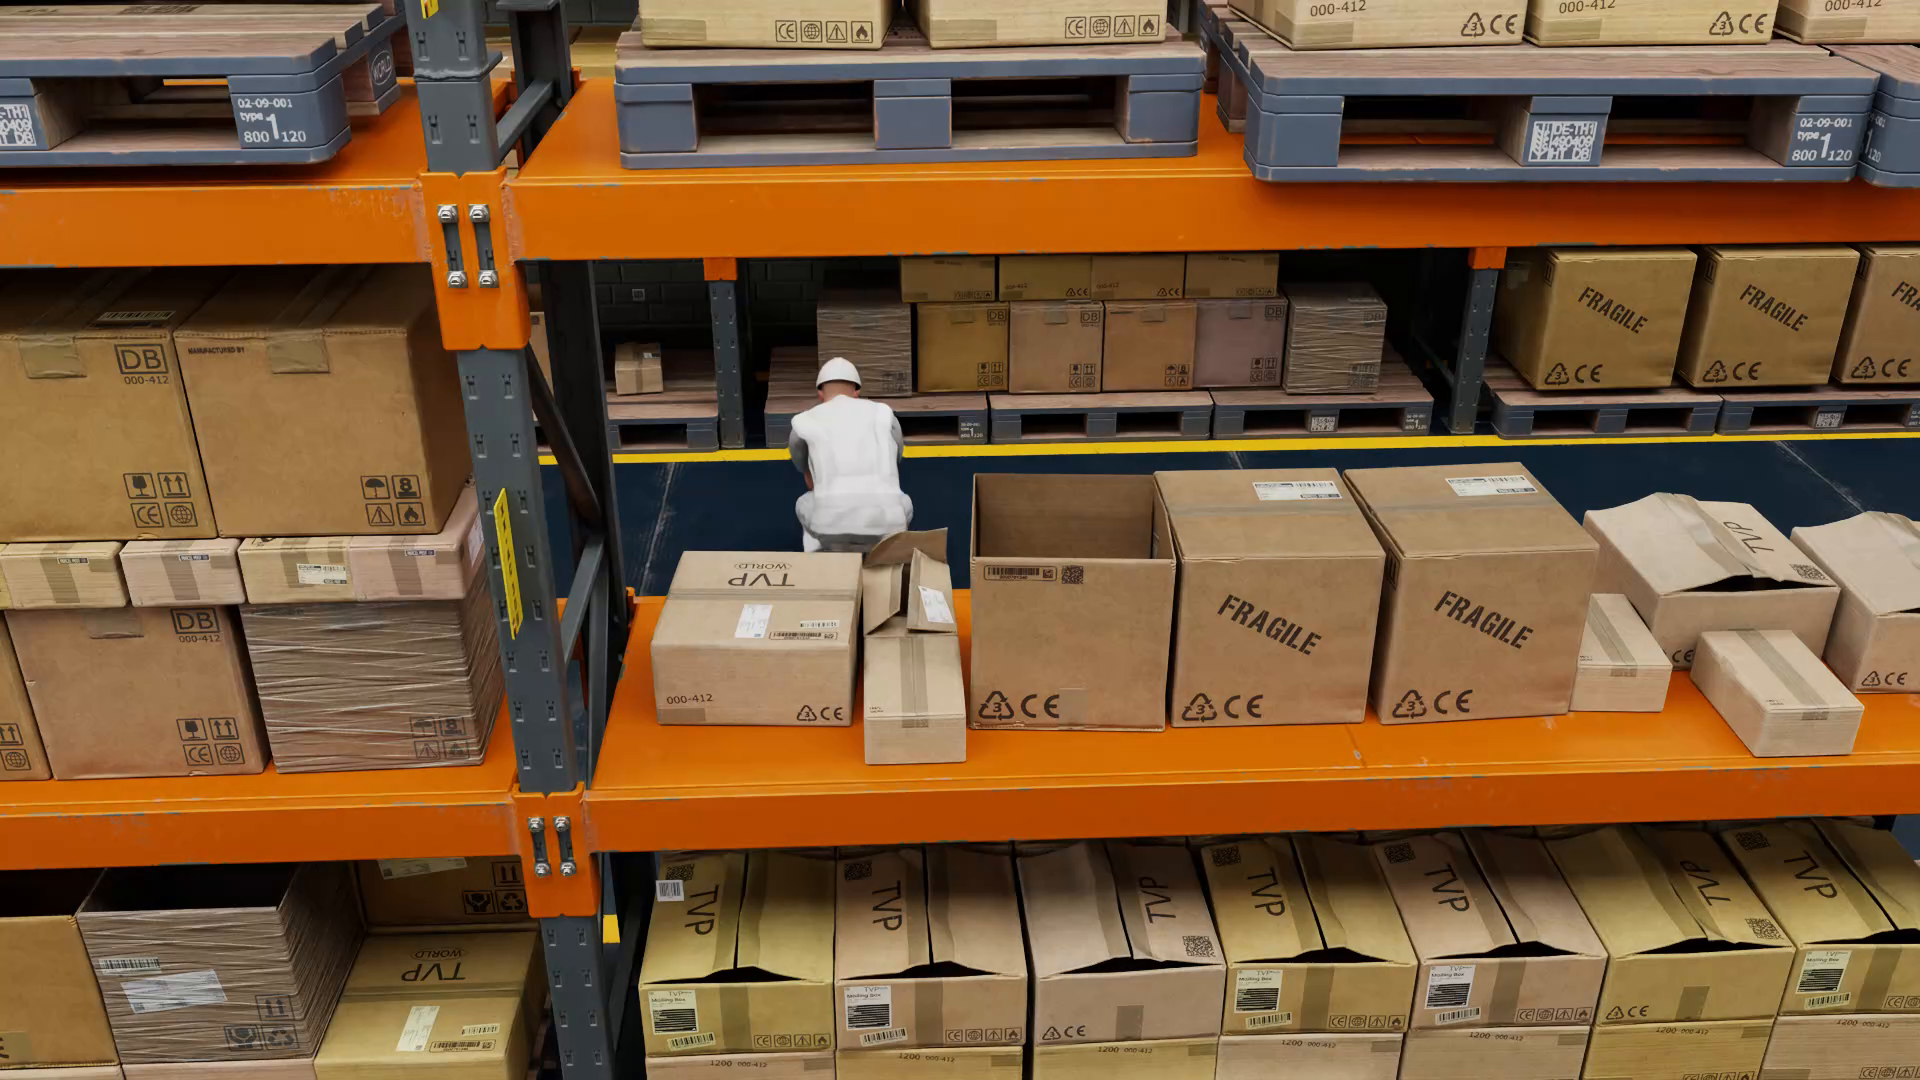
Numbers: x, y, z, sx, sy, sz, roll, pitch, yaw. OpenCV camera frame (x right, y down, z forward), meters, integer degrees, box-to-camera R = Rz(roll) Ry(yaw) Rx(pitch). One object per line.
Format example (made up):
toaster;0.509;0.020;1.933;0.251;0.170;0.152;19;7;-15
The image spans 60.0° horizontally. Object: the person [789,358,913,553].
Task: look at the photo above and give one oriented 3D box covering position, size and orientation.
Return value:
person;-0.485;-0.240;7.430;0.547;0.998;0.892;-2;27;-4
